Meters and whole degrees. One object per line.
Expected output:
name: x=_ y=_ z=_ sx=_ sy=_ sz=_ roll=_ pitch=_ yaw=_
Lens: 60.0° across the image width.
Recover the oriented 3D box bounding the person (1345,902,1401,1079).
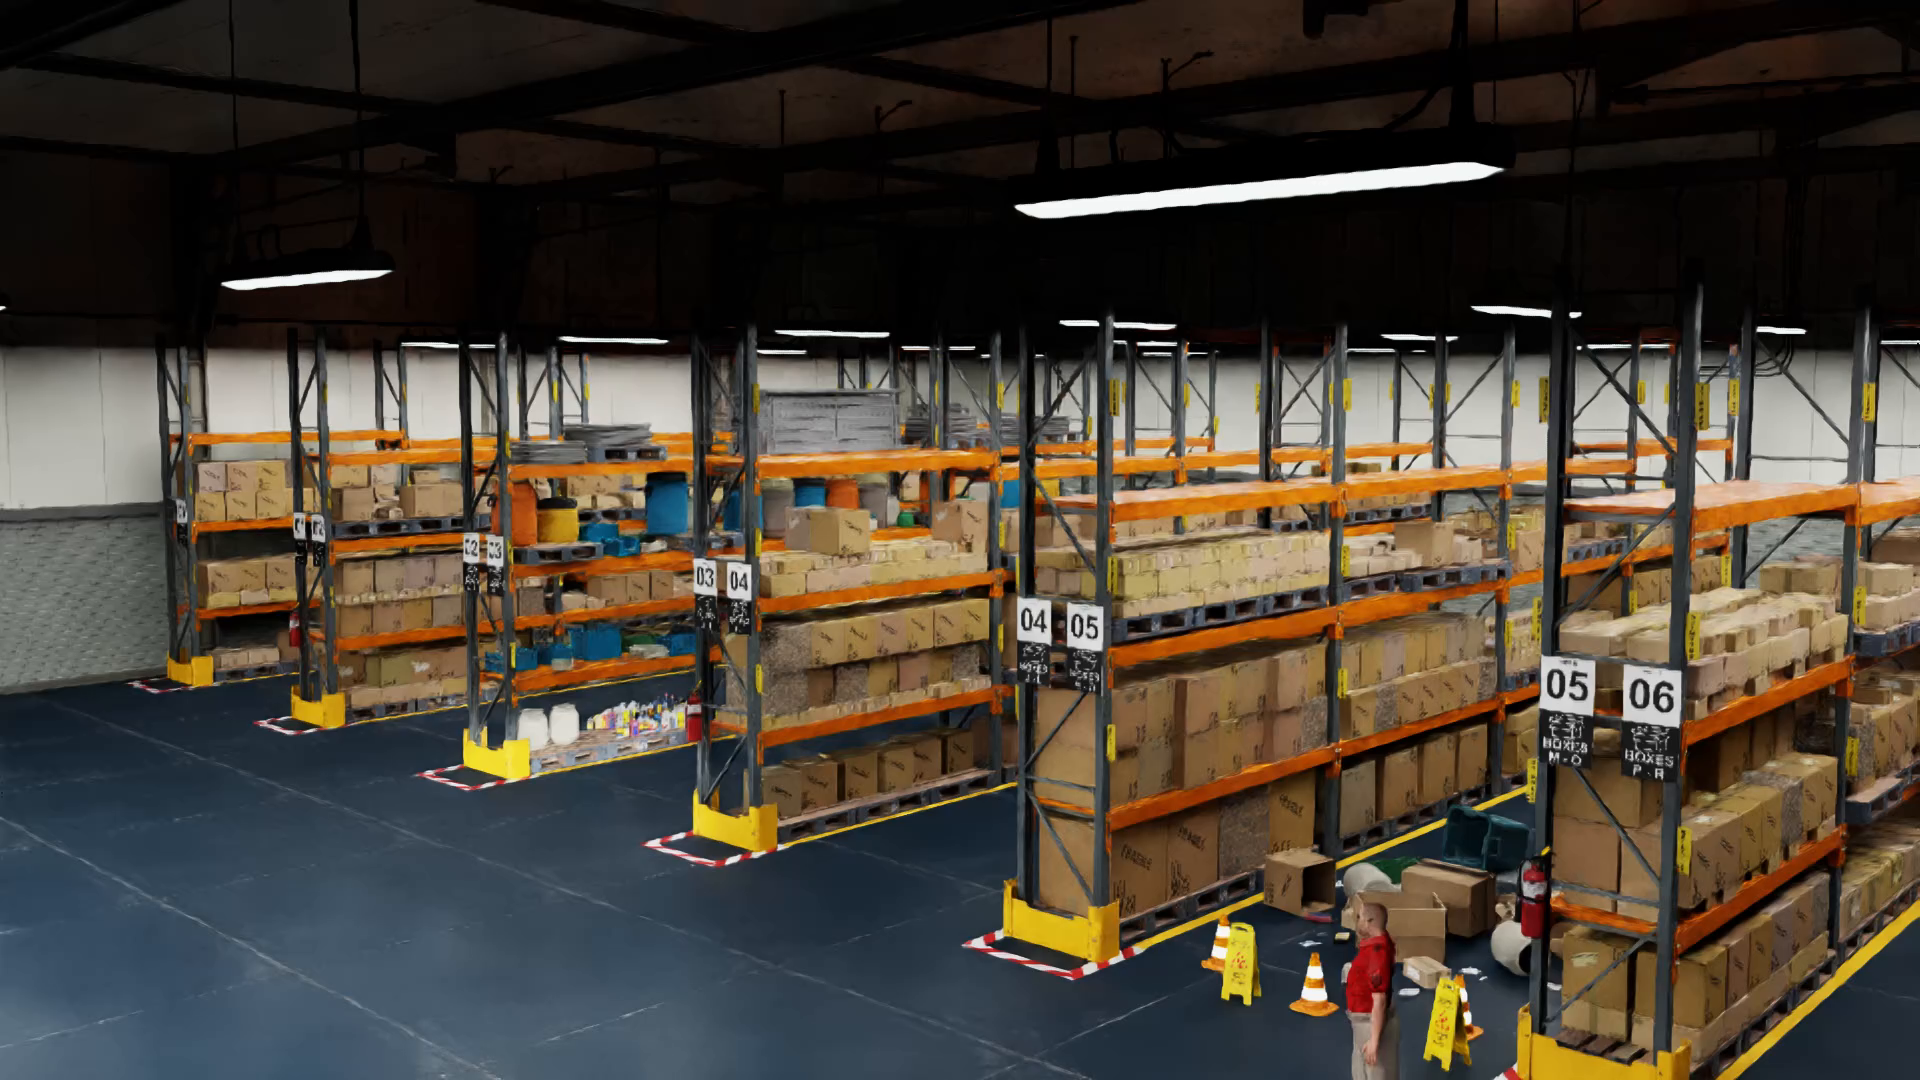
person: x=2.839 y=3.278 z=11.111 sx=0.554 sy=1.711 sz=0.653 roll=1 pitch=6 yaw=15
